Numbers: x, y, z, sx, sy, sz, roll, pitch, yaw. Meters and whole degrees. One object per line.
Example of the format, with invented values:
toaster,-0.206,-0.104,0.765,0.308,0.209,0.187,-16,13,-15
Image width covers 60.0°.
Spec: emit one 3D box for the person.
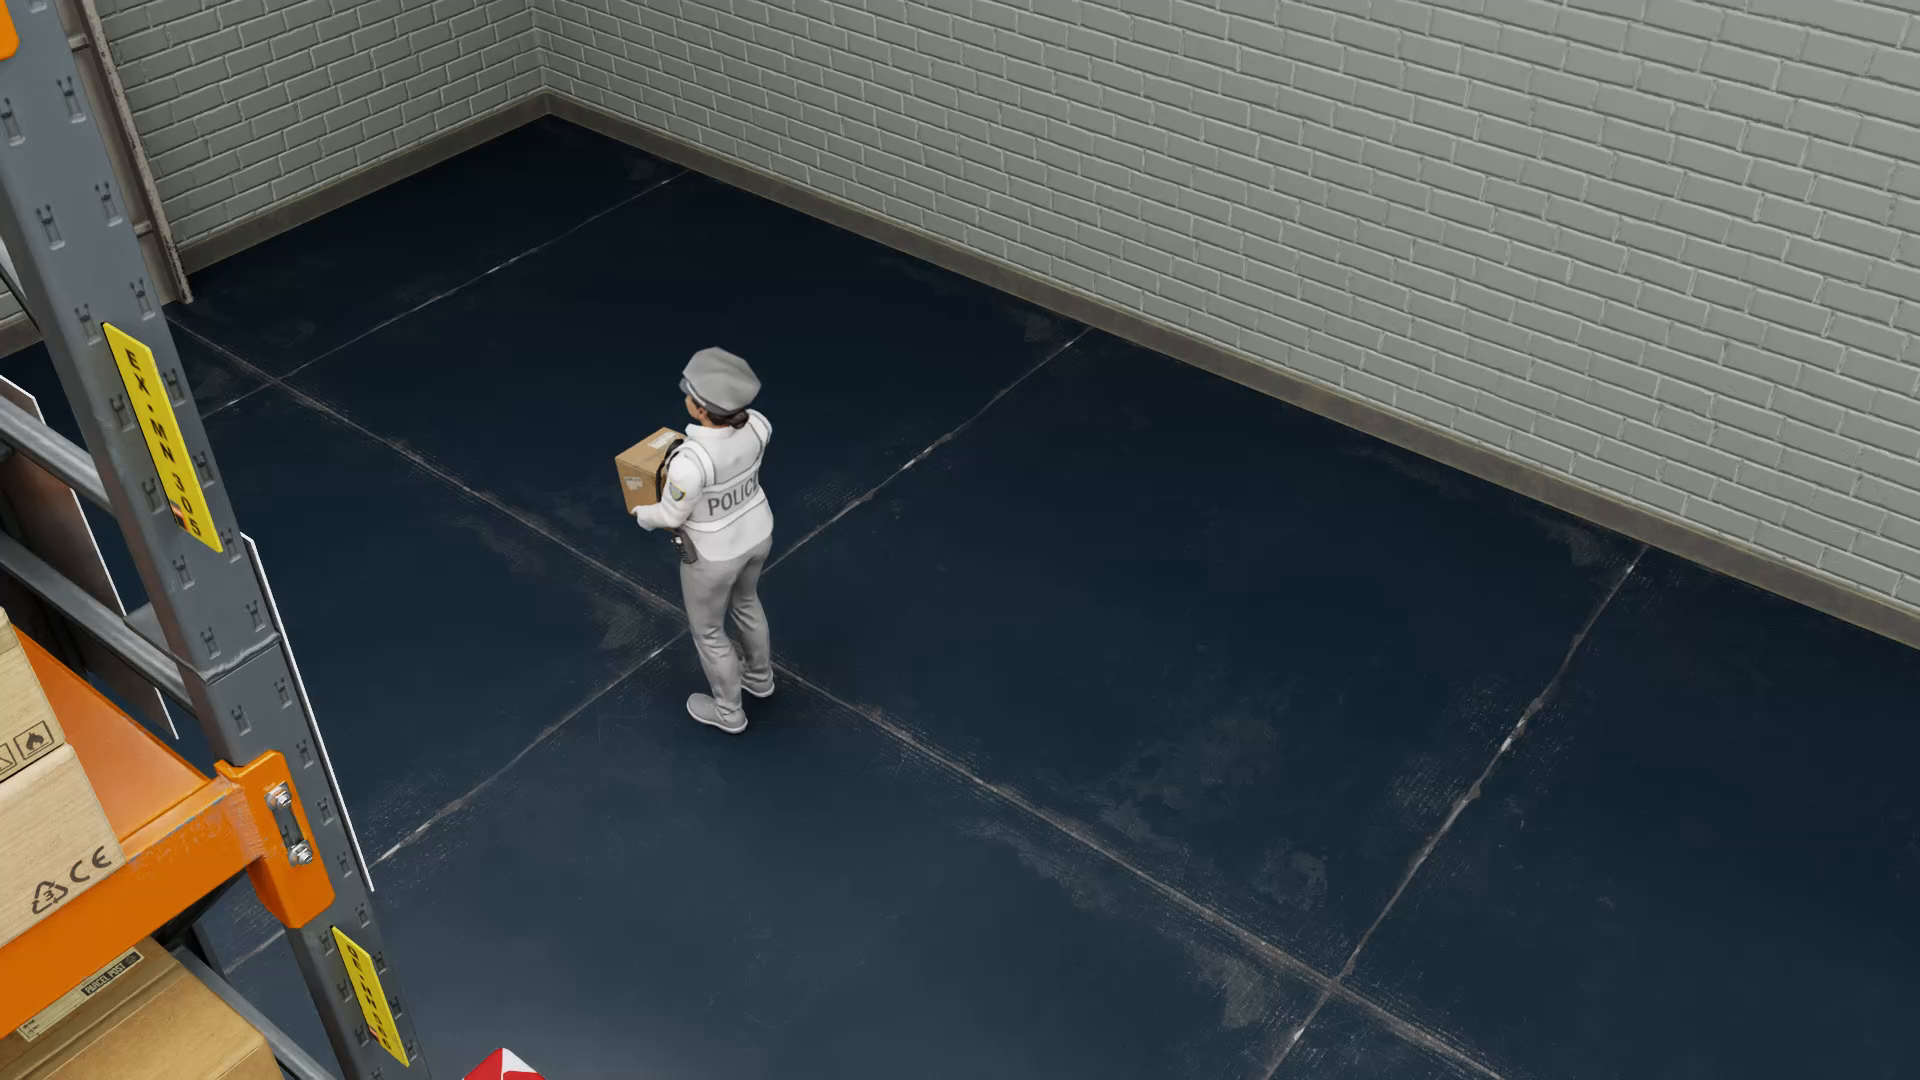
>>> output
person,-0.919,-0.015,6.154,0.556,1.686,0.459,27,46,29
